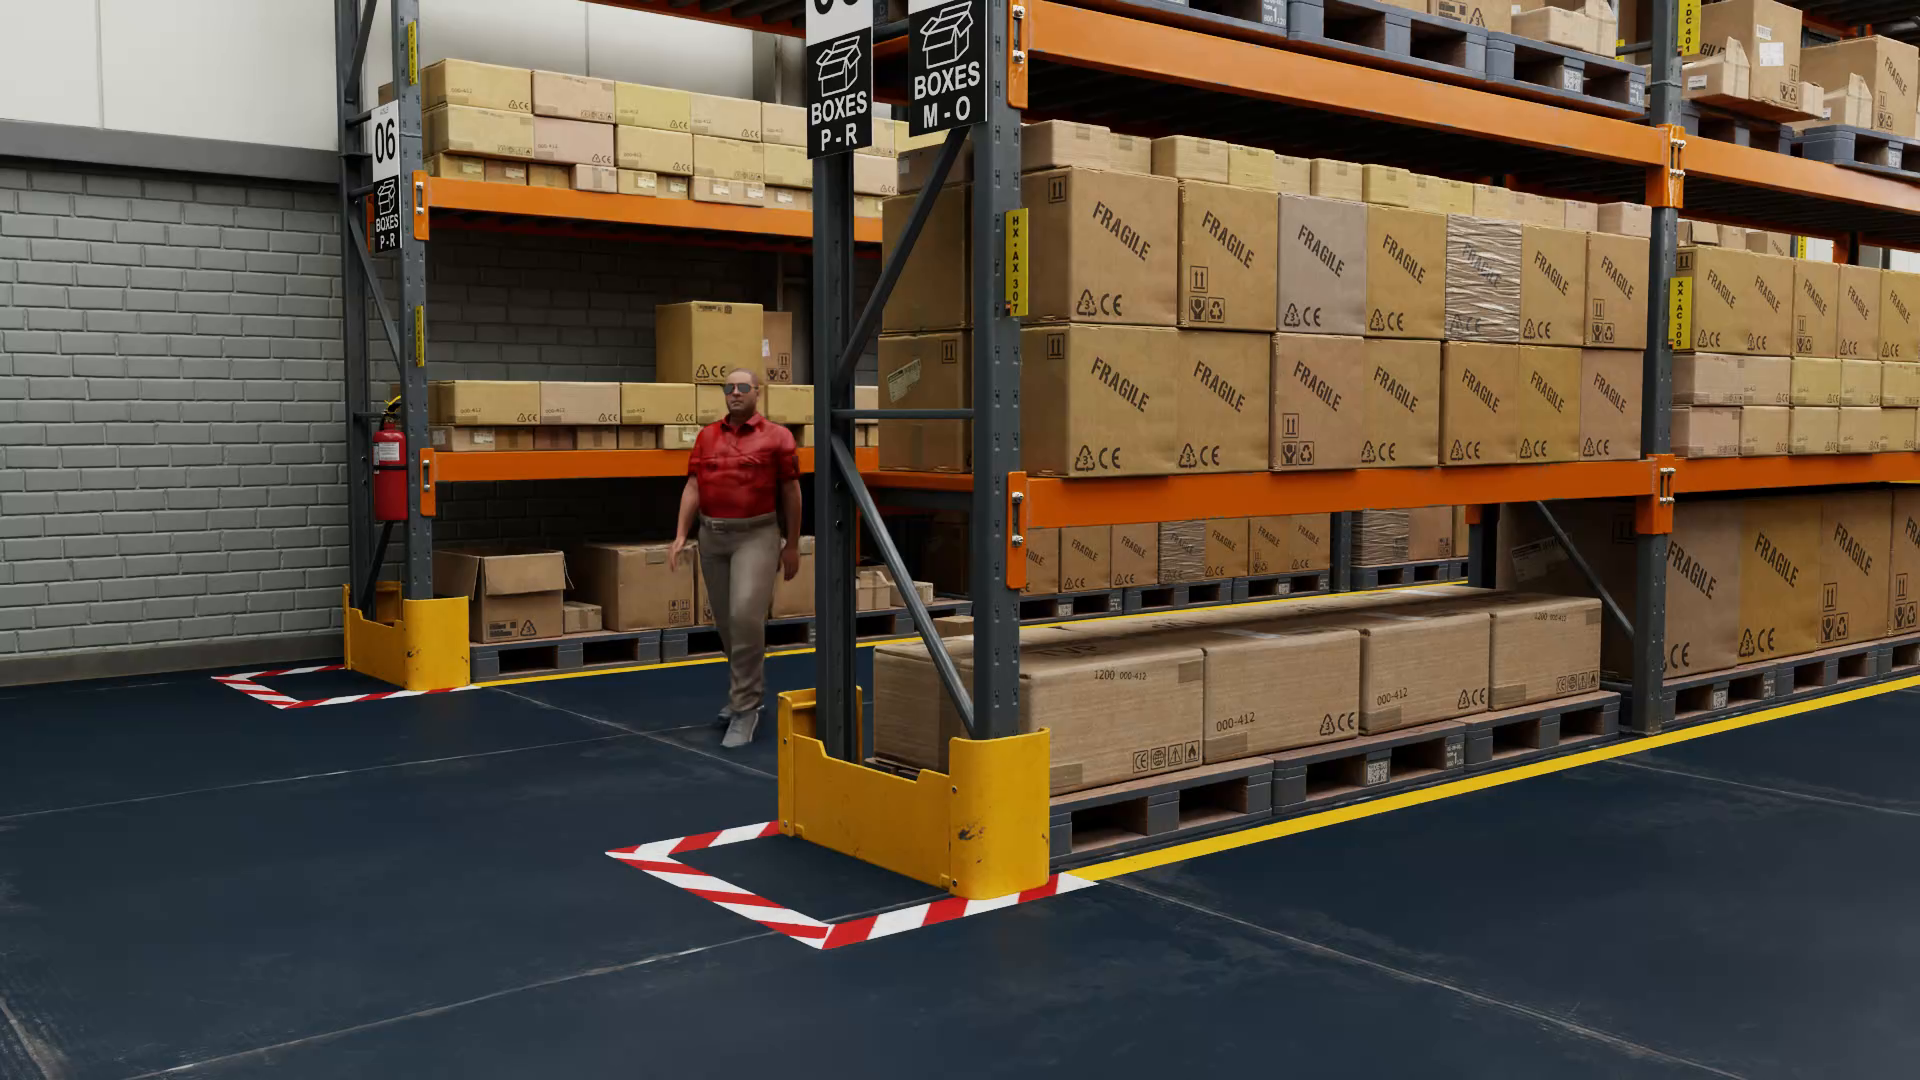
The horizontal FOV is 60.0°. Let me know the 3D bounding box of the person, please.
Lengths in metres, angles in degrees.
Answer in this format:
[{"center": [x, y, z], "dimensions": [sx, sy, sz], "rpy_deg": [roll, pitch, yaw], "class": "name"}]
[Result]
[{"center": [-1.087, 0.075, 7.890], "dimensions": [0.535, 1.784, 0.708], "rpy_deg": [2, 5, 21], "class": "person"}]
